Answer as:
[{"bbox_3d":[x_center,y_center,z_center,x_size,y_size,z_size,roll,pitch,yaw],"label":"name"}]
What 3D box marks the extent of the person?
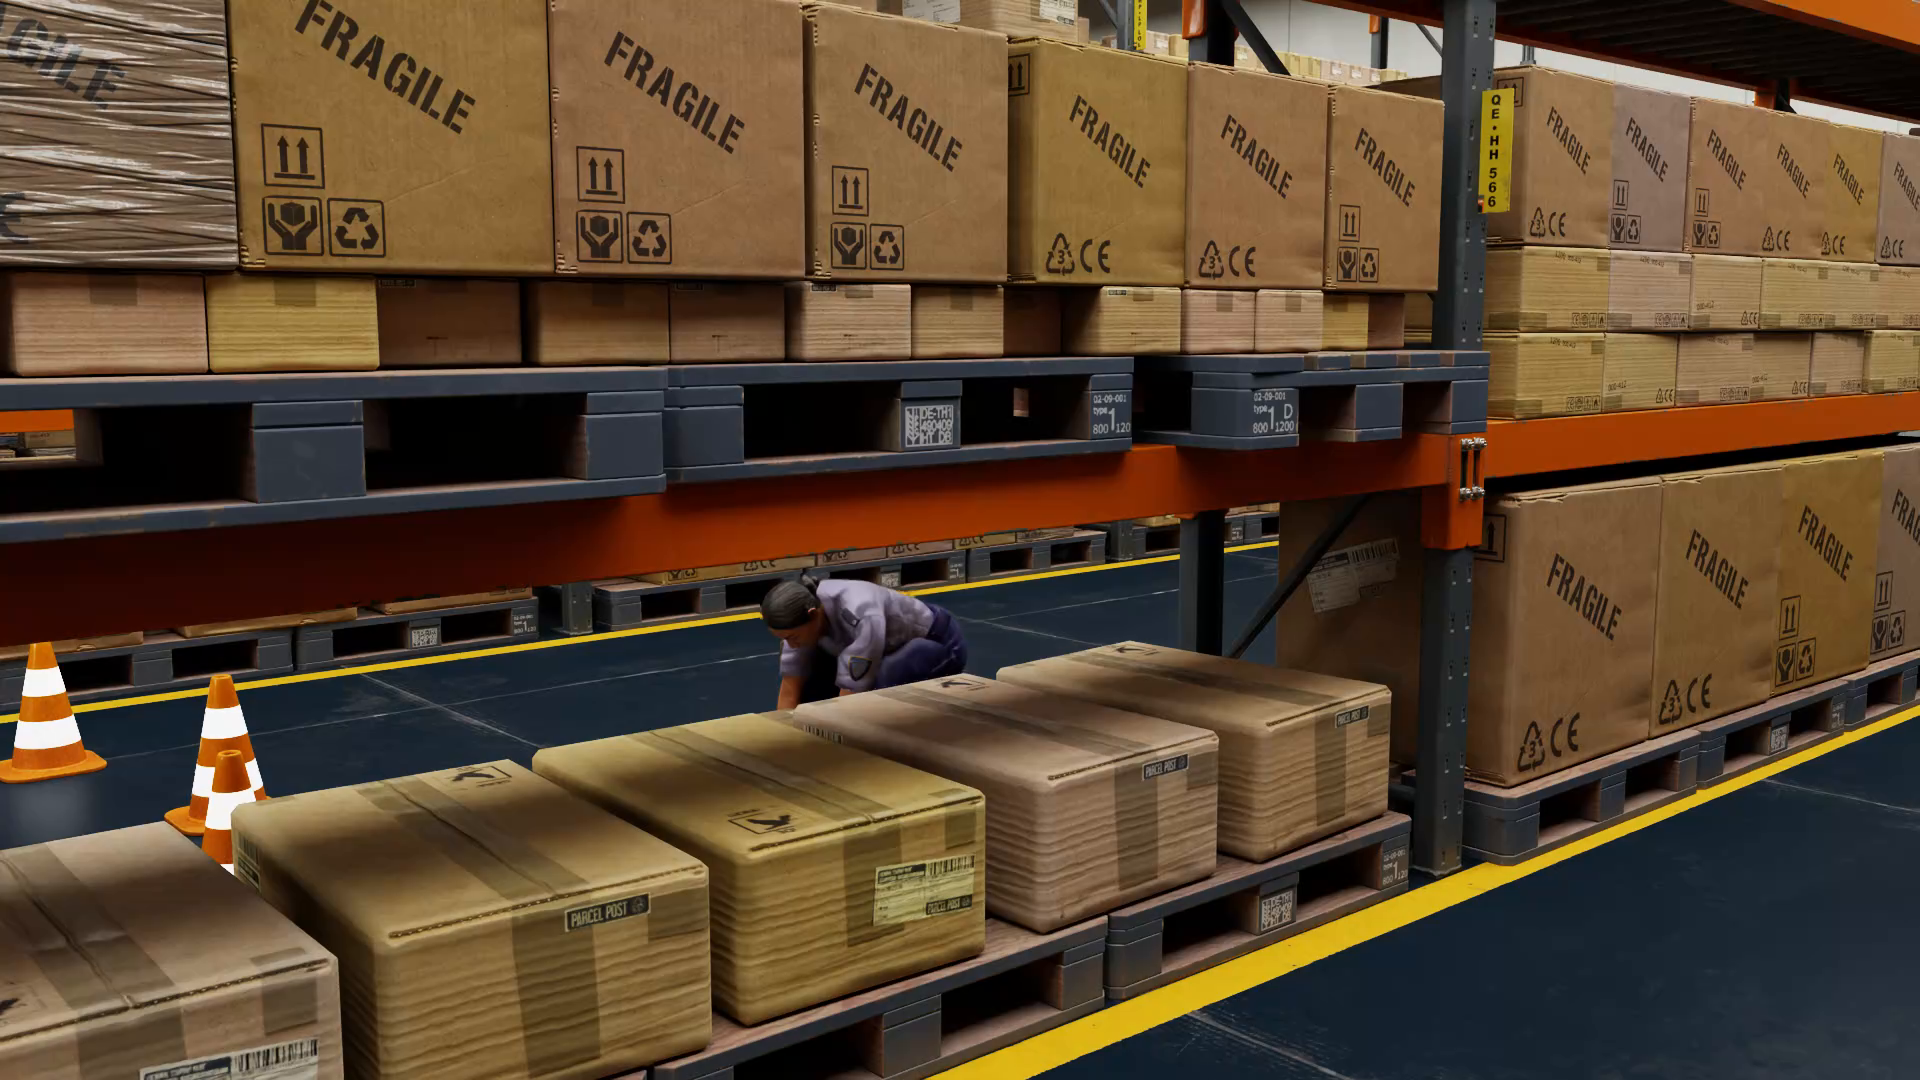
[{"bbox_3d":[-0.355,0.478,5.822,0.864,0.786,0.507,-7,11,-44],"label":"person"}]
